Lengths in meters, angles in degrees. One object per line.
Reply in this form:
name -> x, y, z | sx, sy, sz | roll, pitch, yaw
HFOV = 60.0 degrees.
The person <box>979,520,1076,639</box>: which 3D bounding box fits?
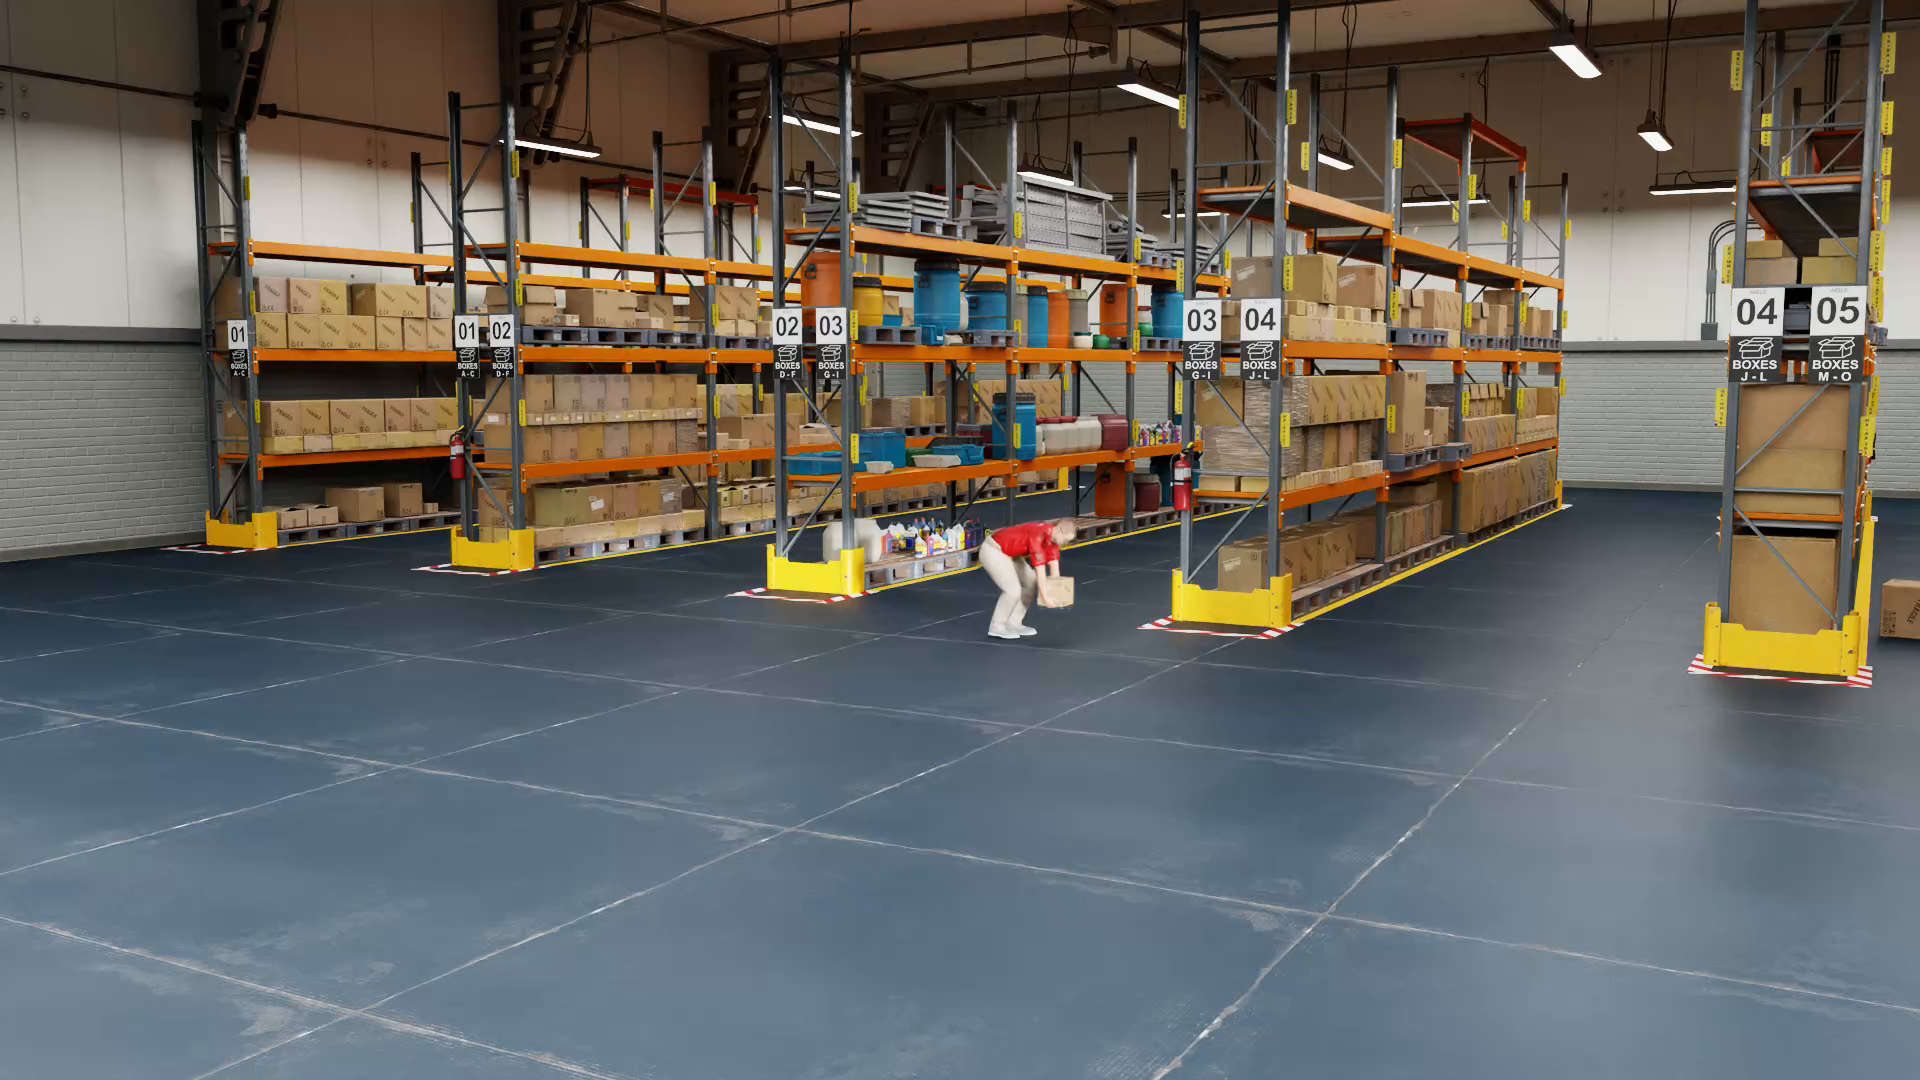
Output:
person -> 0.643, 0.359, 15.677 | 0.937, 1.127, 0.508 | 3, 7, 26
